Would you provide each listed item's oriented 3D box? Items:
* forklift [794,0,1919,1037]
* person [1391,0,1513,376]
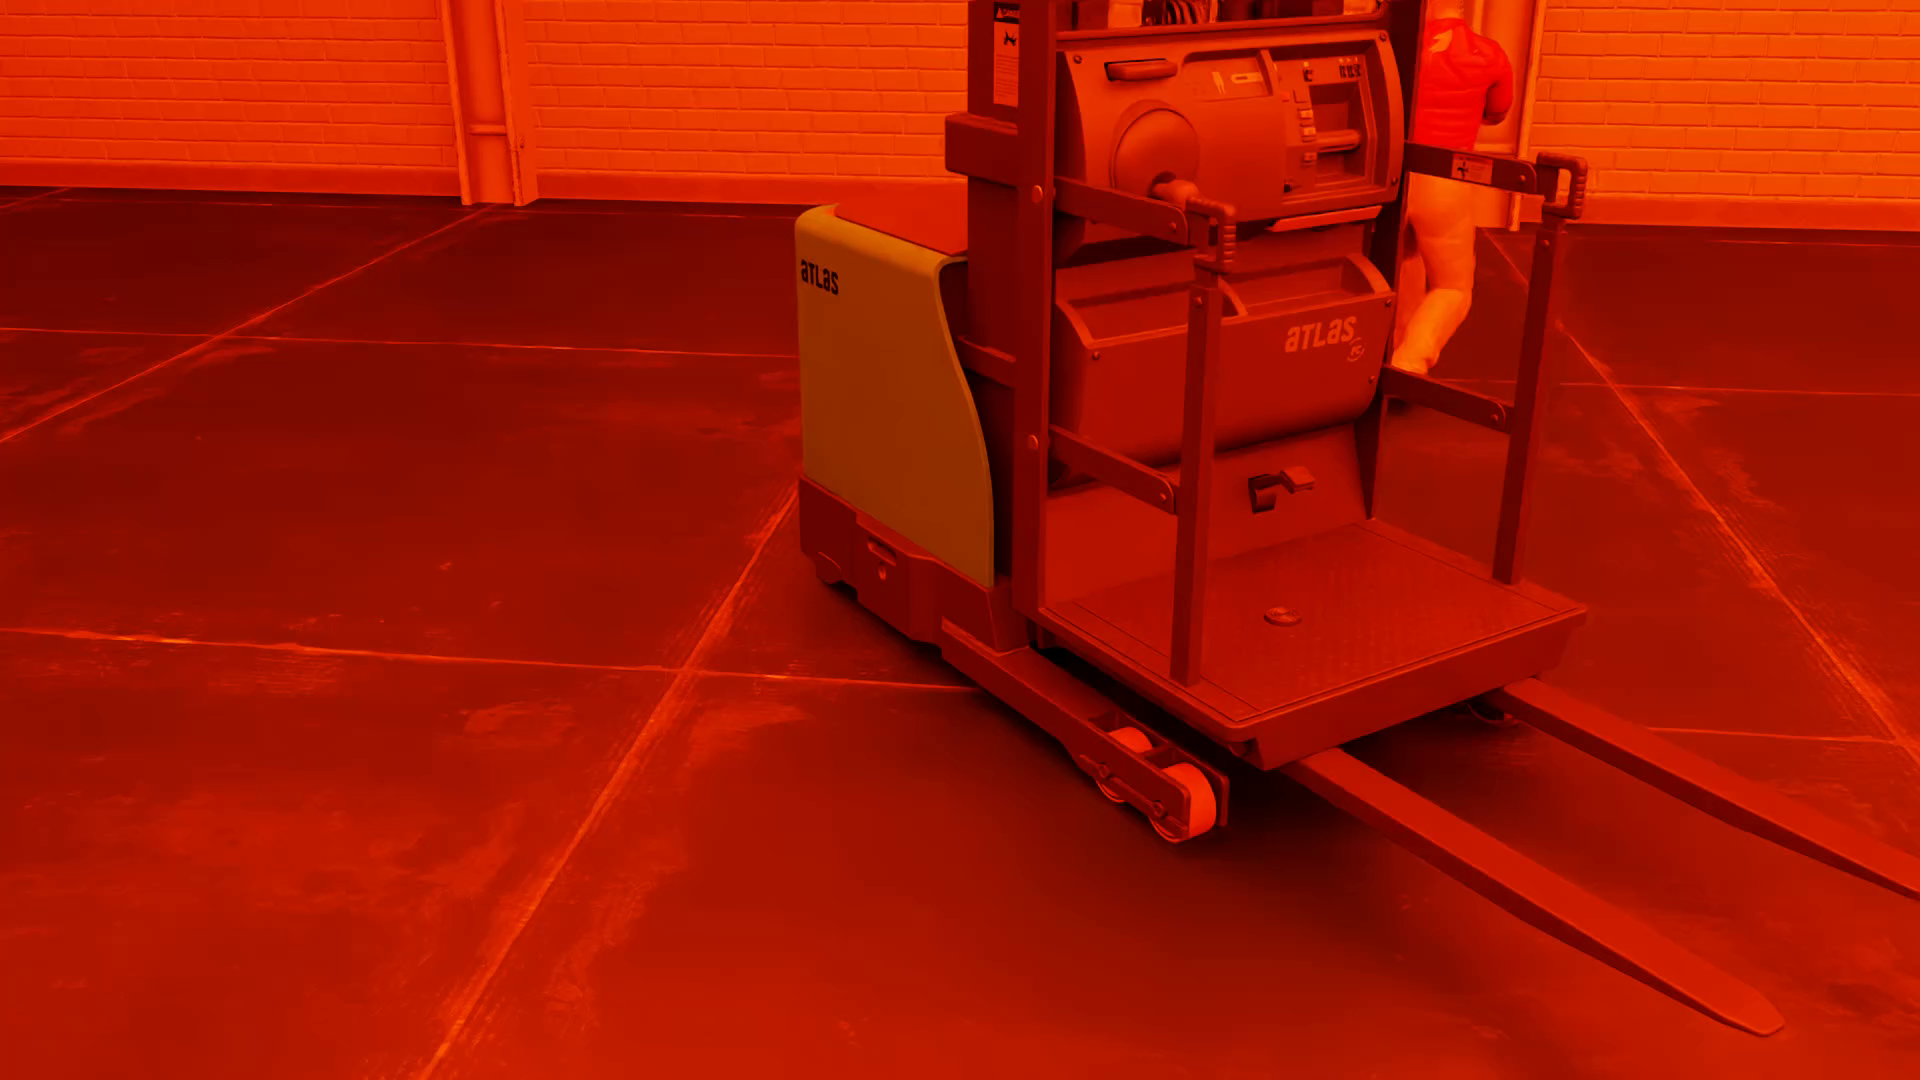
[{"bbox_3d":[0.743,-0.912,3.518,1.130,2.935,3.031,-13,26,-30],"label":"forklift"},{"bbox_3d":[1.776,-1.350,6.389,0.567,1.652,0.925,9,24,22],"label":"person"}]
